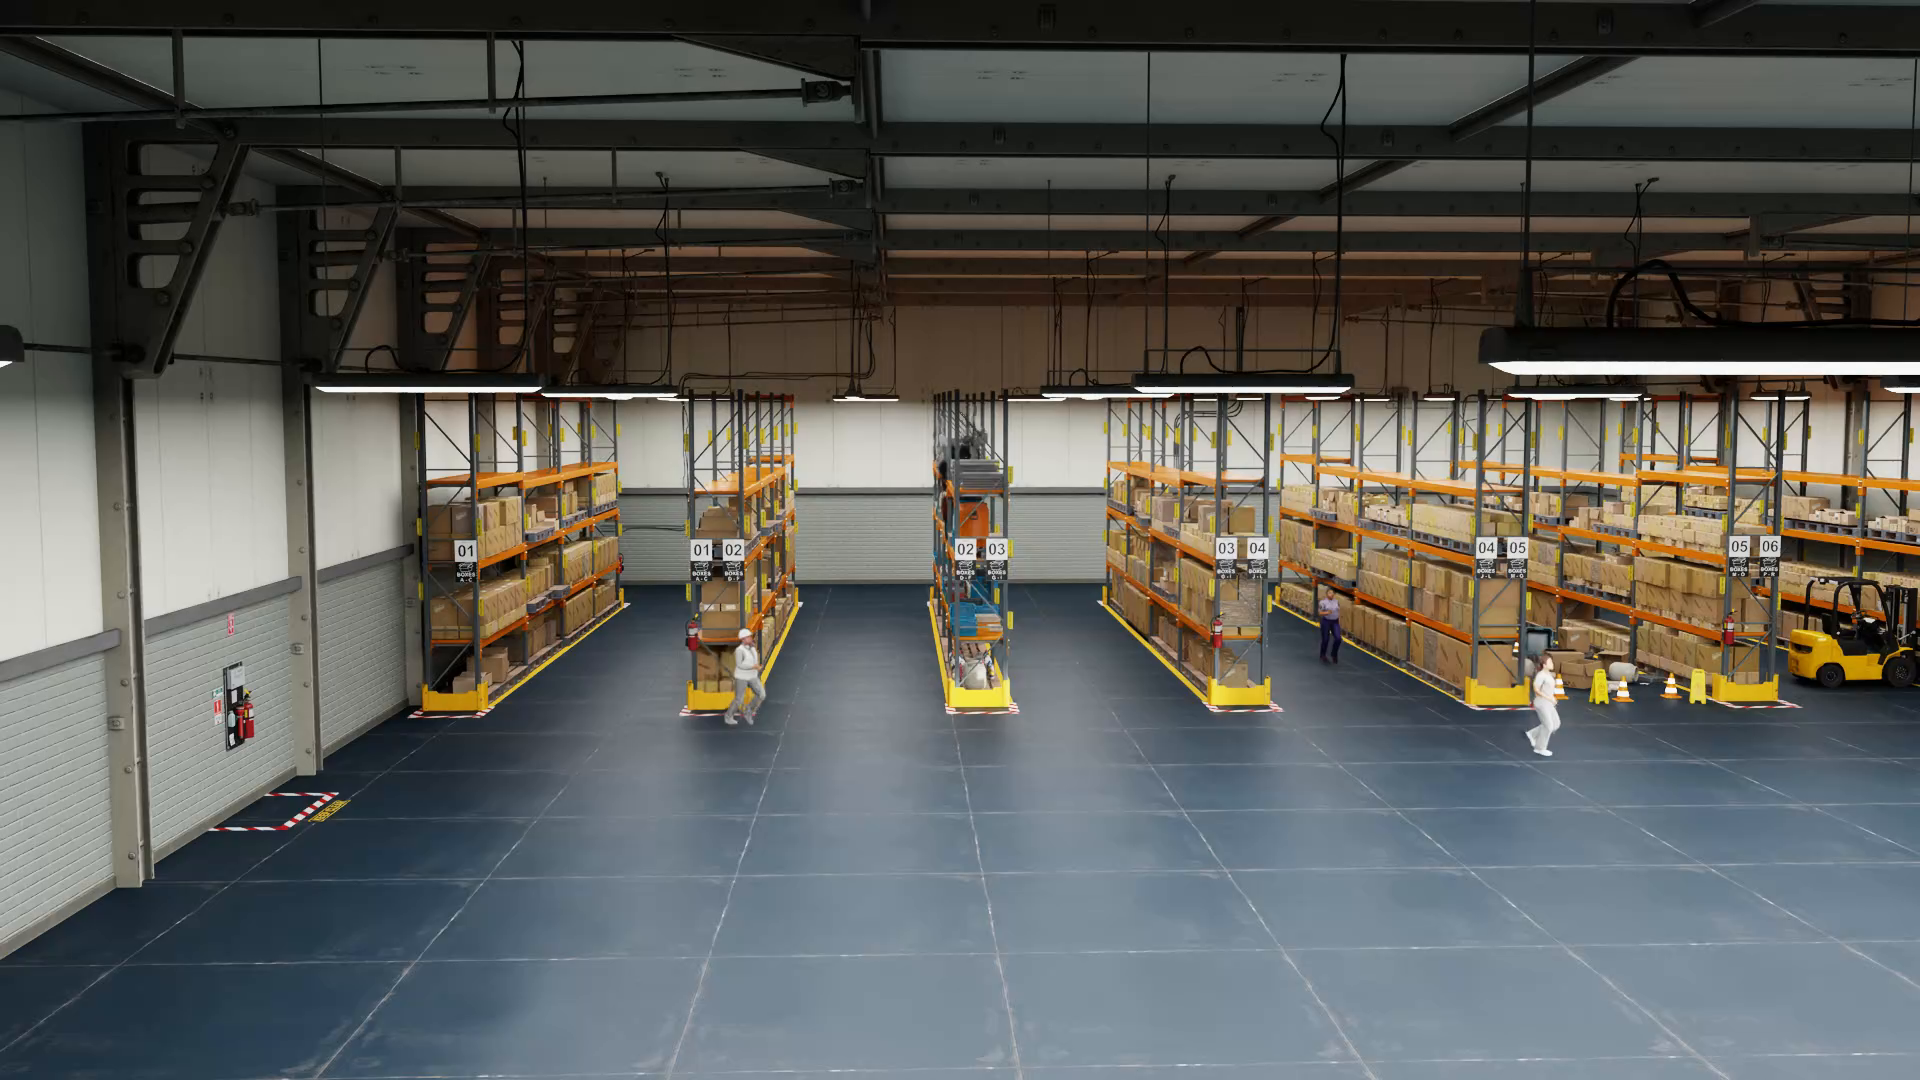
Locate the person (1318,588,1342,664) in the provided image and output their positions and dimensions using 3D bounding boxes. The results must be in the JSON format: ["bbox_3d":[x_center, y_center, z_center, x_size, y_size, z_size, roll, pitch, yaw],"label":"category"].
[{"bbox_3d":[8.200,1.926,36.795,0.582,1.673,0.662,-1,5,-8],"label":"person"}]

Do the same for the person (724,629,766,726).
[{"bbox_3d":[-3.776,2.431,29.487,0.842,1.741,0.670,3,5,32],"label":"person"}]

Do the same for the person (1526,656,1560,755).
[{"bbox_3d":[9.524,2.699,27.186,0.554,1.628,0.575,4,6,38],"label":"person"}]

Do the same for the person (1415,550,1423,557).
[{"bbox_3d":[13.576,0.952,49.335,0.705,1.548,0.518,1,5,8],"label":"person"}]
